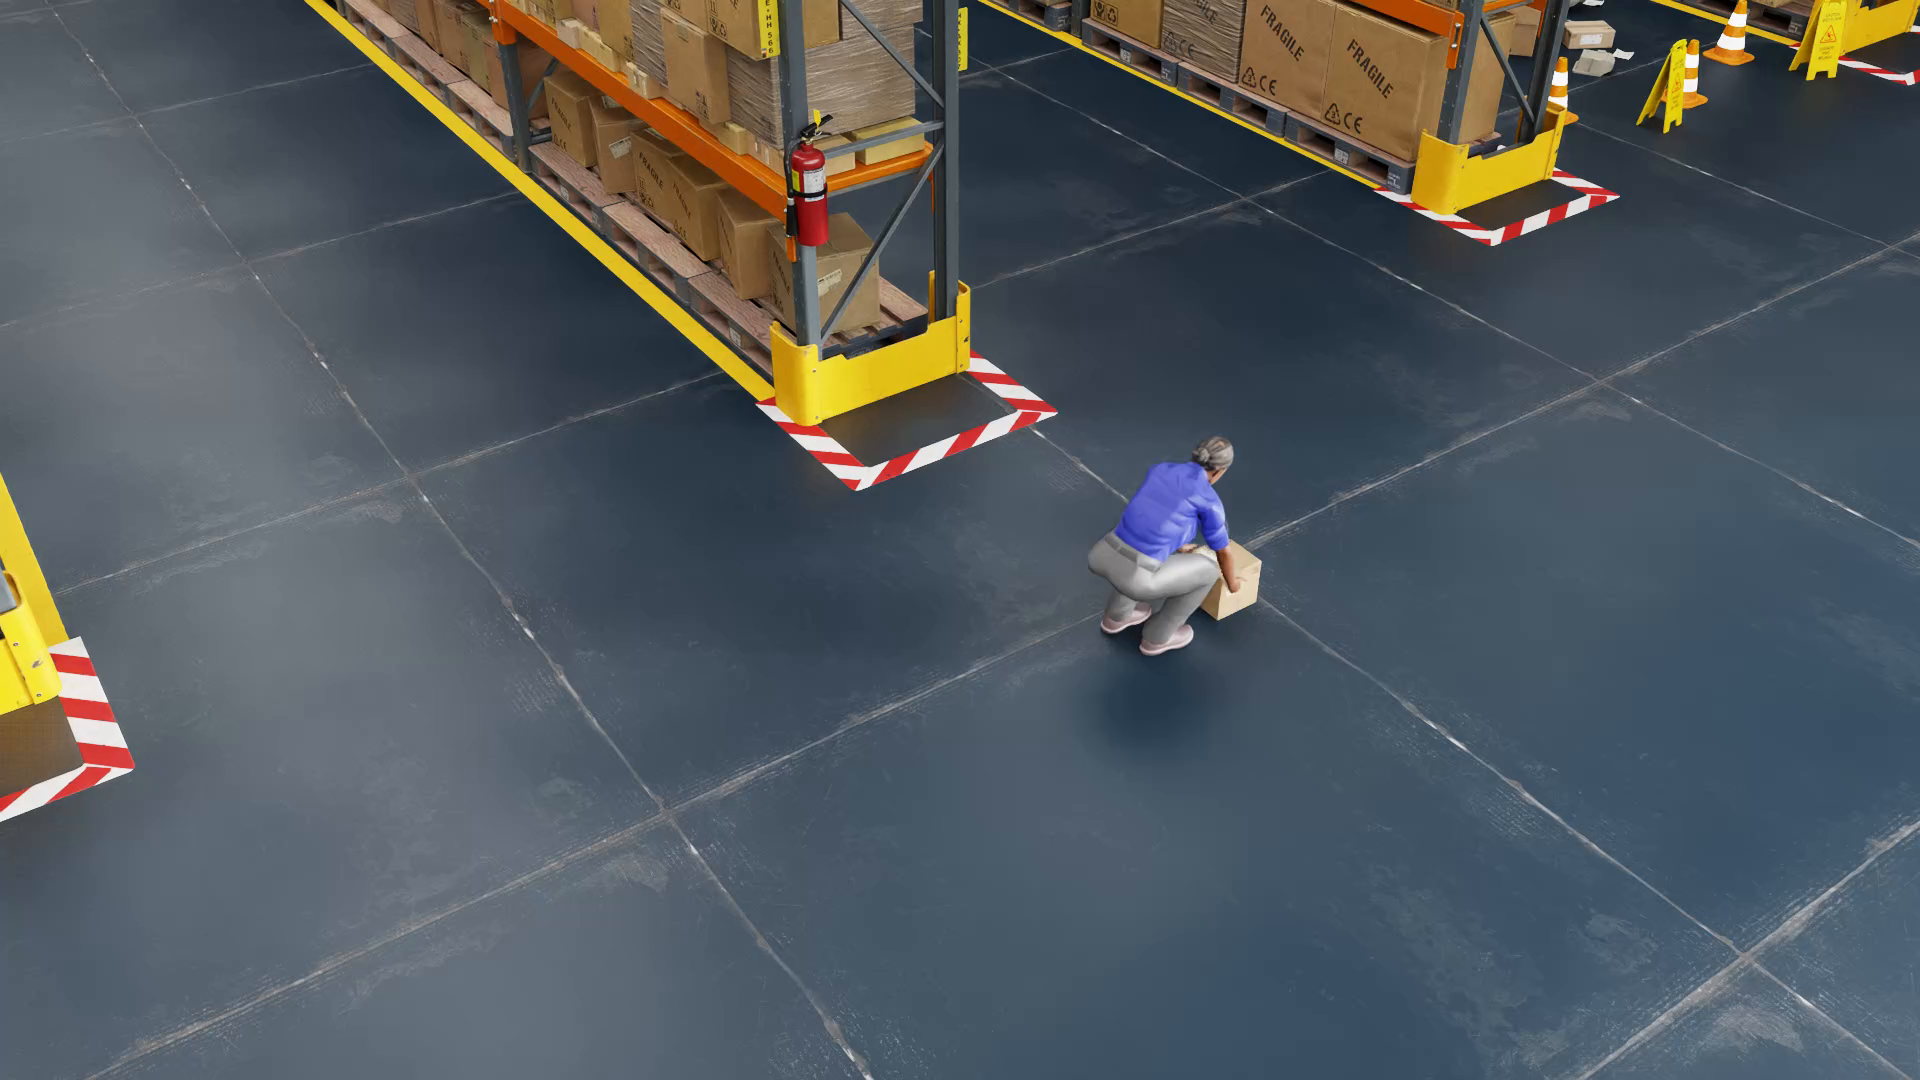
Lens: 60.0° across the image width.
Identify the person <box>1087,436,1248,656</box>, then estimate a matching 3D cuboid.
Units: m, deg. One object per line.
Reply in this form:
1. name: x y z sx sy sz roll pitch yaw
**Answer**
1. person: 0.937 0.034 7.592 0.805 0.911 0.475 -23 42 -28
